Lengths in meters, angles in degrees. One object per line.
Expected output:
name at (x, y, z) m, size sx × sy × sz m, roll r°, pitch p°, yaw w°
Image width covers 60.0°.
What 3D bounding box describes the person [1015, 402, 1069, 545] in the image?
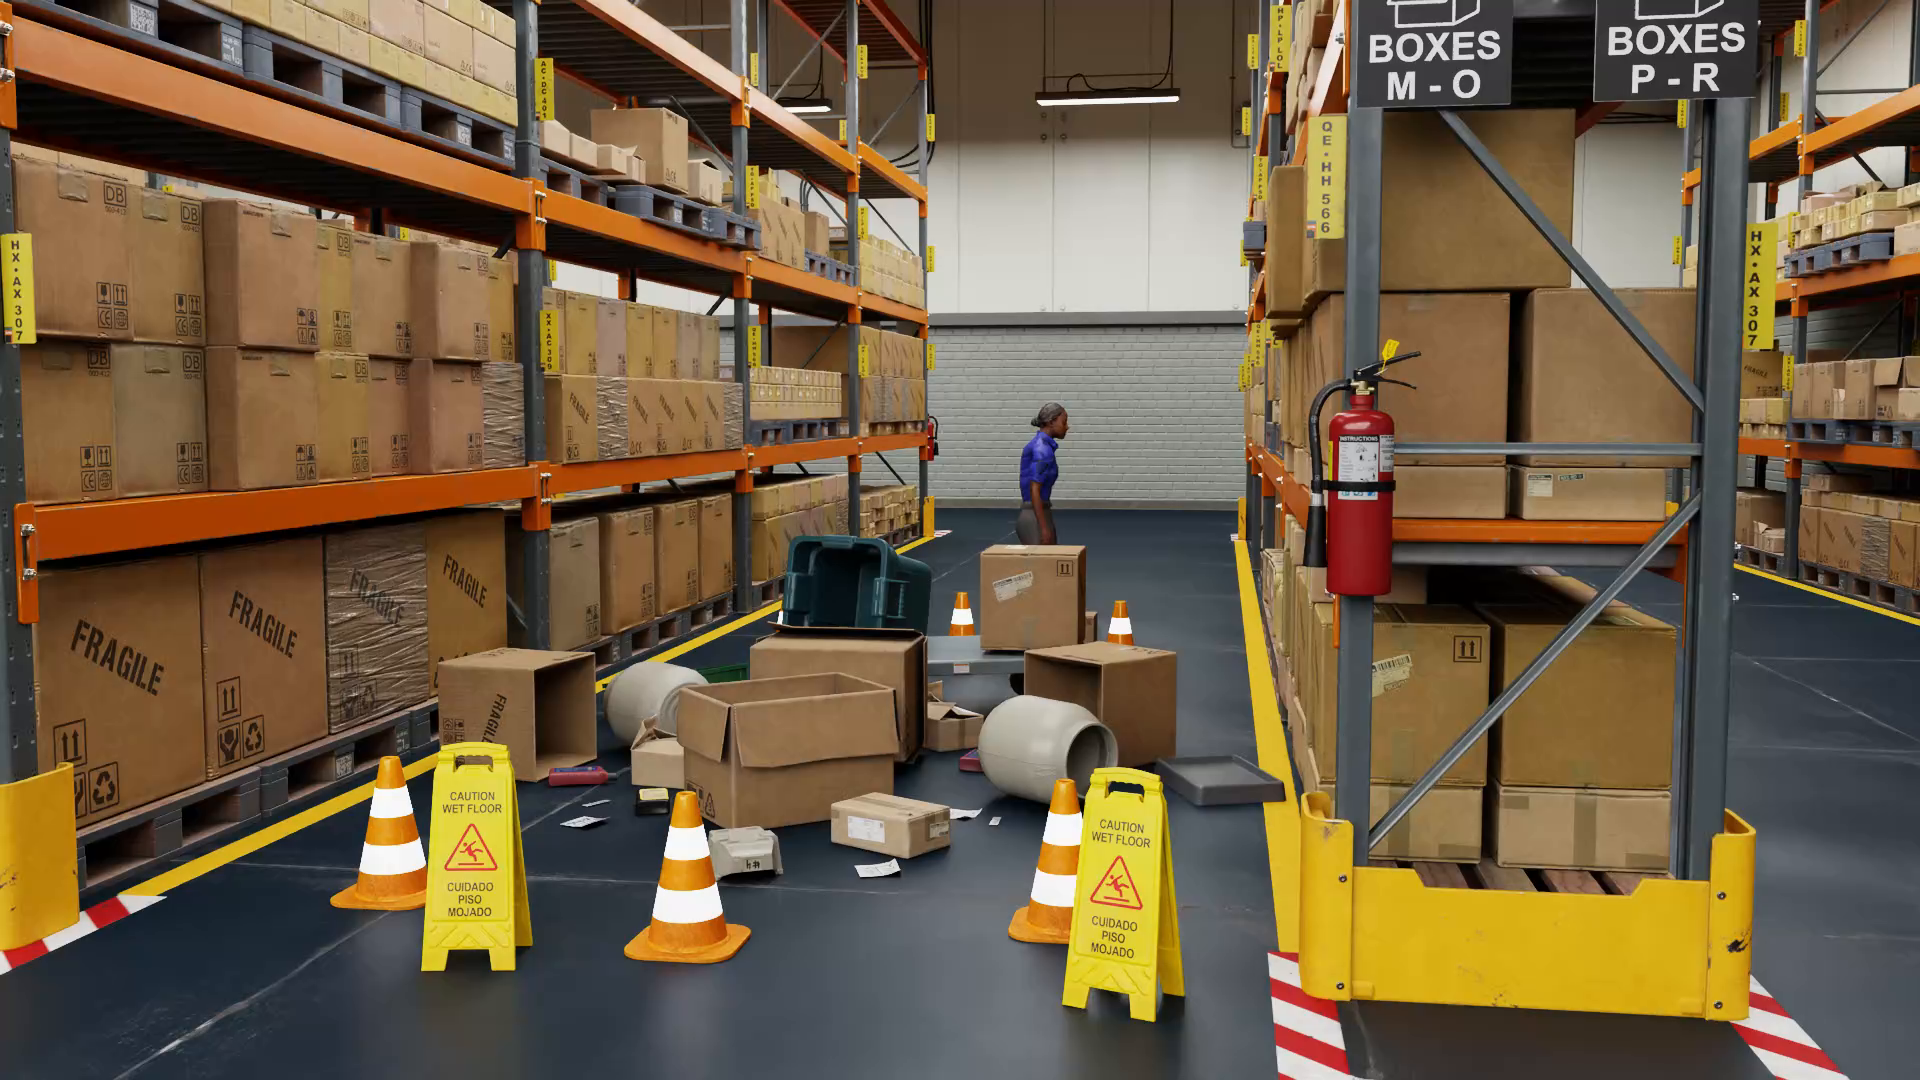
person at (0.545, -0.087, 11.024) m, size 0.351 × 1.654 × 0.531 m, roll 0°, pitch 5°, yaw 5°
